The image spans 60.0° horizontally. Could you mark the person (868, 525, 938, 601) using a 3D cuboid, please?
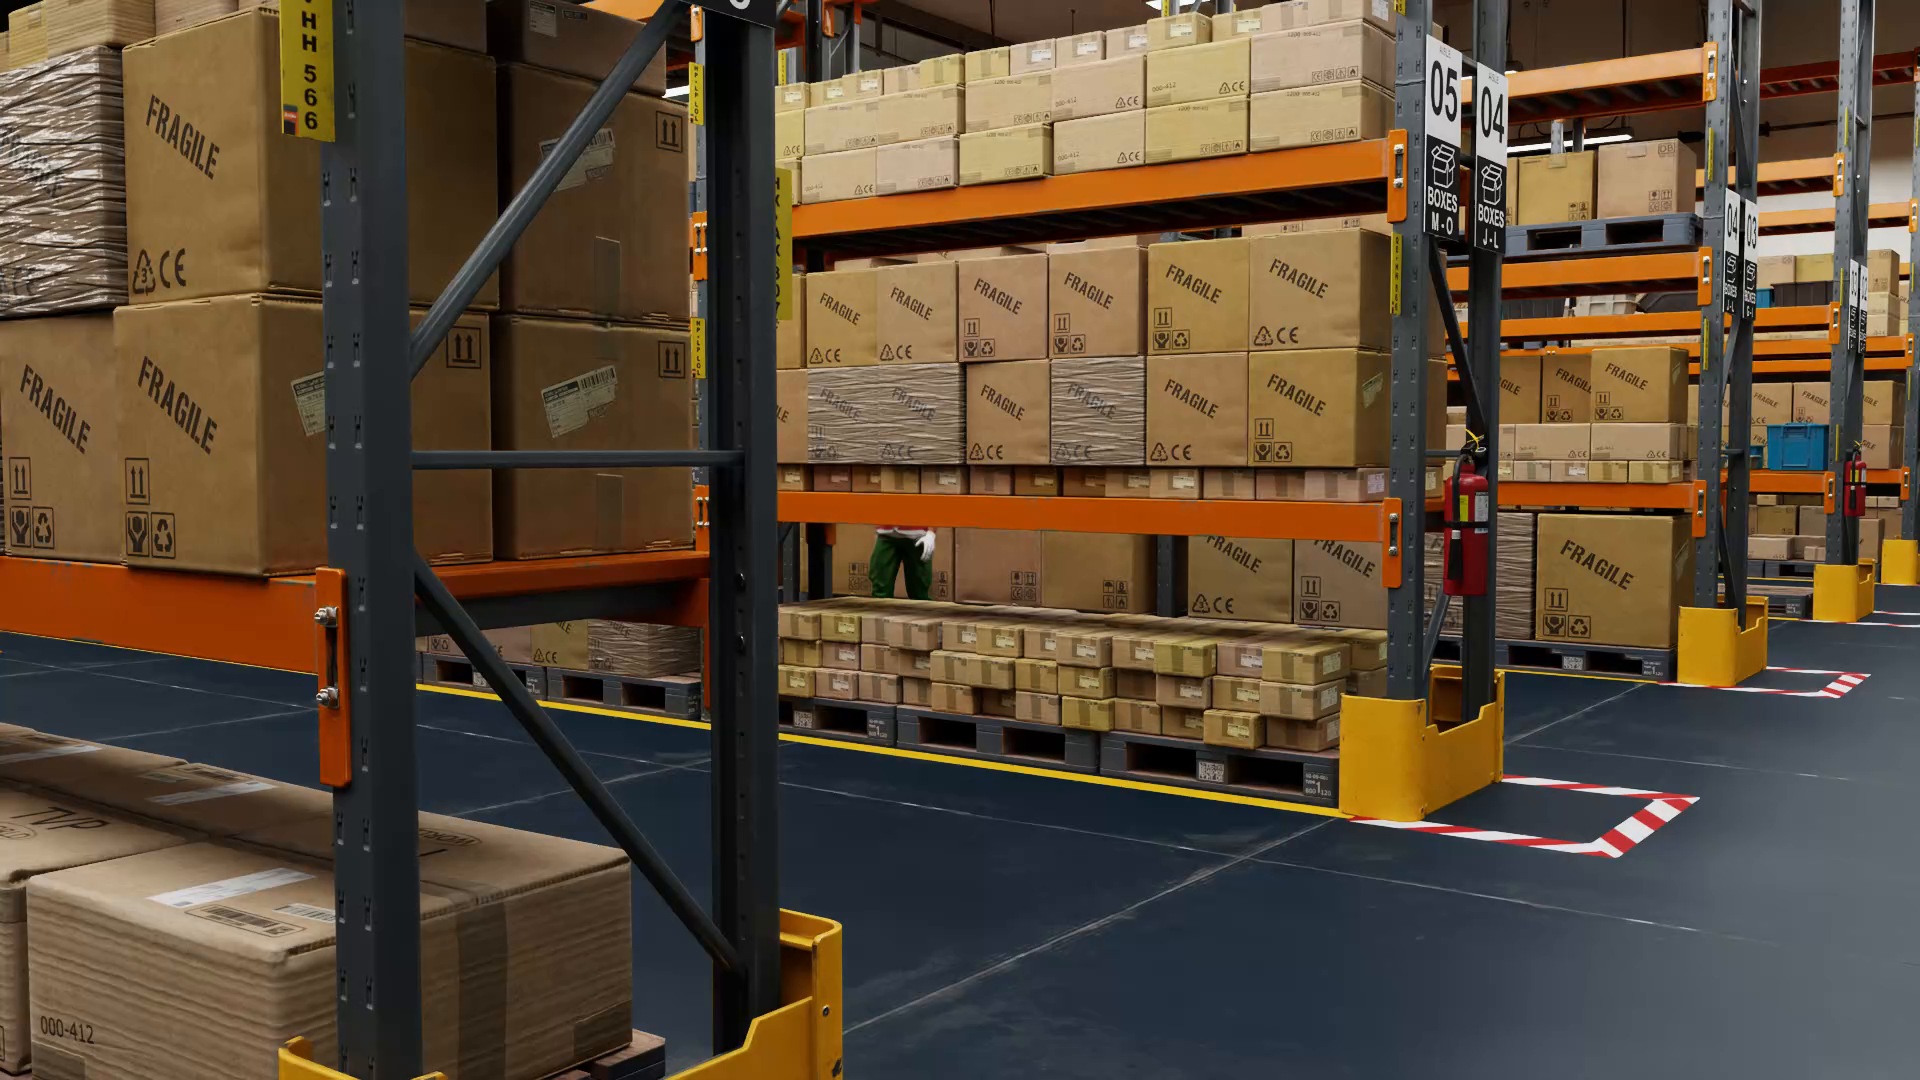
[{"bbox_3d":[-0.404,0.001,11.670,0.546,1.764,0.852,1,3,22],"label":"person"}]
